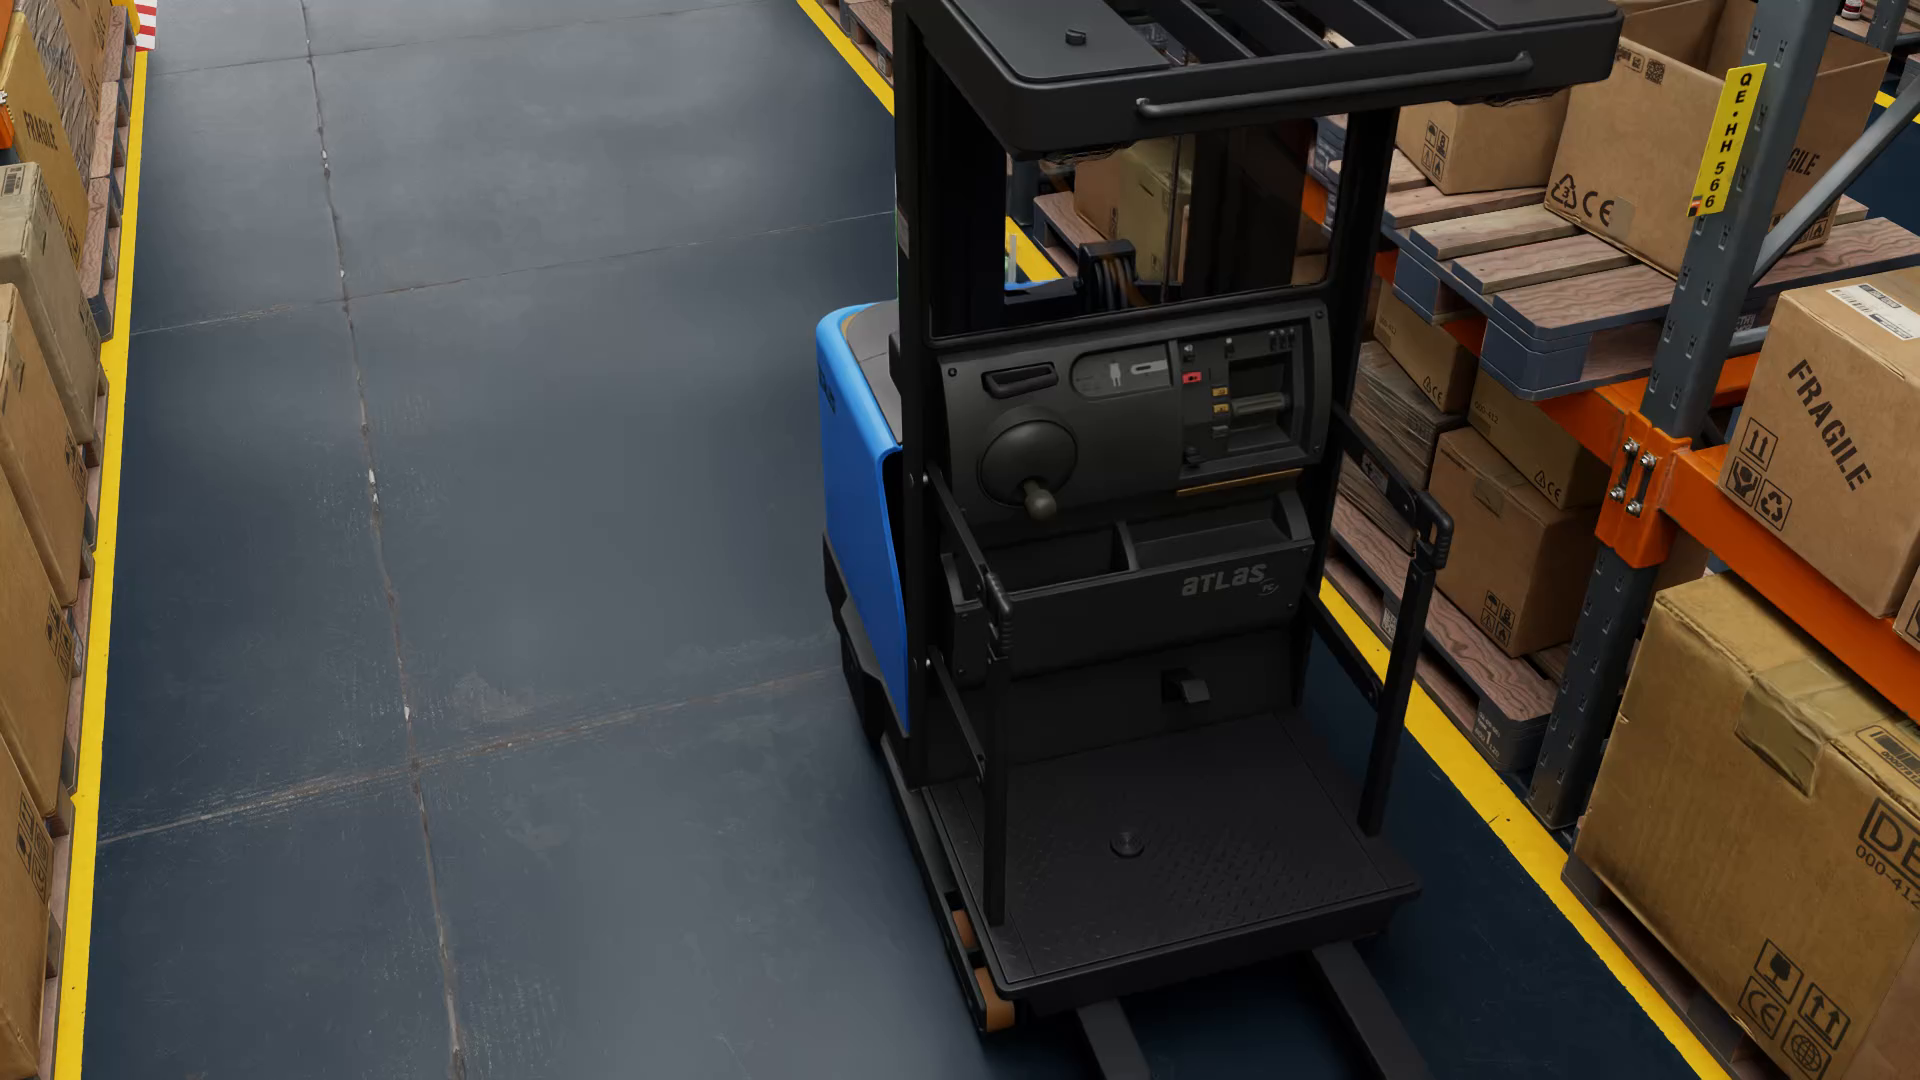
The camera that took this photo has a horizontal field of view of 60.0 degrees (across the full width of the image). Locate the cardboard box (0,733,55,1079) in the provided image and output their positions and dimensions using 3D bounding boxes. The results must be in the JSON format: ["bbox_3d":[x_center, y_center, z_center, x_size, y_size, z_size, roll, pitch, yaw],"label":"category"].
[{"bbox_3d":[-2.715,0.823,3.684,1.050,0.750,0.750,-13,39,-17],"label":"cardboard box"}]

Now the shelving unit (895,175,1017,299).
[{"bbox_3d":[-0.019,-0.559,5.495,0.258,1.200,0.503,-10,38,-13],"label":"shelving unit"}]

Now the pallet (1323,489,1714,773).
[{"bbox_3d":[1.834,0.157,5.365,1.003,0.211,1.213,-12,39,-16],"label":"pallet"}]

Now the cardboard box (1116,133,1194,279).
[{"bbox_3d":[1.063,-1.327,6.730,0.700,0.500,0.500,-13,39,-16],"label":"cardboard box"}]

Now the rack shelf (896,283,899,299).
[{"bbox_3d":[-0.019,-0.700,5.389,0.258,0.148,0.480,-10,38,-13],"label":"rack shelf"}]

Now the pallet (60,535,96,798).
[{"bbox_3d":[-3.207,0.420,5.017,1.003,0.211,1.213,-12,39,-16],"label":"pallet"}]

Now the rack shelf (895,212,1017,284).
[{"bbox_3d":[-0.019,-0.892,5.245,0.258,0.148,0.480,-10,38,-13],"label":"rack shelf"}]

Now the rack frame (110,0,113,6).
[{"bbox_3d":[-5.343,-4.064,8.652,1.000,3.000,0.127,-12,39,-16],"label":"rack frame"}]

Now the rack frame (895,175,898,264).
[{"bbox_3d":[-0.089,-0.700,5.682,0.240,1.200,0.015,-10,38,-13],"label":"rack frame"}]

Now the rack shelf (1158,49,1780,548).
[{"bbox_3d":[1.413,-1.357,5.656,1.077,0.370,4.000,-12,39,-16],"label":"rack shelf"}]

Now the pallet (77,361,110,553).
[{"bbox_3d":[-3.630,-0.270,5.933,1.003,0.211,1.213,-12,39,-16],"label":"pallet"}]

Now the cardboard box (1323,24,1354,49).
[{"bbox_3d":[1.274,-1.515,5.031,0.396,0.266,0.258,-14,39,-17],"label":"cardboard box"}]

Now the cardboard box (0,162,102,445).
[{"bbox_3d":[-3.669,-0.741,5.762,1.050,0.750,0.750,-13,39,-16],"label":"cardboard box"}]

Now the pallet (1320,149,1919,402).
[{"bbox_3d":[1.756,-0.818,4.503,1.213,0.211,1.003,-12,39,-16],"label":"pallet"}]

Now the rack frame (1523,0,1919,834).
[{"bbox_3d":[2.102,-0.515,3.940,1.000,3.000,0.127,-12,39,-16],"label":"rack frame"}]

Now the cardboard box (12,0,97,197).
[{"bbox_3d":[-4.431,-2.002,7.331,0.875,0.875,0.875,-12,39,-16],"label":"cardboard box"}]

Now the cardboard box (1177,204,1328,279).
[{"bbox_3d":[1.256,-1.011,6.311,0.700,0.500,0.500,-16,40,-20],"label":"cardboard box"}]

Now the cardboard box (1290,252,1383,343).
[{"bbox_3d":[1.448,-0.696,5.893,0.700,0.500,0.500,-9,38,-12],"label":"cardboard box"}]

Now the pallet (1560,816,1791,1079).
[{"bbox_3d":[2.302,1.060,4.167,1.003,0.211,1.213,-12,39,-16],"label":"pallet"}]

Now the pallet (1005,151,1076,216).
[{"bbox_3d":[0.461,-2.032,8.273,1.003,0.211,1.213,-12,39,-16],"label":"pallet"}]

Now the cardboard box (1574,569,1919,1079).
[{"bbox_3d":[2.320,0.561,3.930,1.225,0.875,0.875,-14,39,-18],"label":"cardboard box"}]

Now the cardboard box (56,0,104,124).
[{"bbox_3d":[-4.743,-2.517,8.015,0.875,0.875,0.875,-13,39,-17],"label":"cardboard box"}]

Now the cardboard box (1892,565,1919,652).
[{"bbox_3d":[2.193,0.067,3.084,0.500,0.500,0.500,-13,39,-17],"label":"cardboard box"}]

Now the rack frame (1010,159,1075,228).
[{"bbox_3d":[0.725,-2.774,6.940,1.000,3.000,0.127,-12,39,-16],"label":"rack frame"}]

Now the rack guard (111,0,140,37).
[{"bbox_3d":[-5.351,-3.079,9.422,1.175,0.500,0.348,-12,39,-16],"label":"rack guard"}]

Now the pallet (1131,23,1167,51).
[{"bbox_3d":[0.852,-2.236,6.384,1.003,0.211,1.213,-12,39,-16],"label":"pallet"}]

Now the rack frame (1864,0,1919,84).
[{"bbox_3d":[5.376,-3.800,8.301,1.000,3.000,0.127,-12,39,-16],"label":"rack frame"}]

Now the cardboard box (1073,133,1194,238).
[{"bbox_3d":[0.916,-1.600,7.093,0.700,0.500,0.500,-15,40,-19],"label":"cardboard box"}]

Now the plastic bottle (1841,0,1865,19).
[{"bbox_3d":[4.958,-2.998,9.197,0.097,0.201,0.097,0,37,0],"label":"plastic bottle"}]

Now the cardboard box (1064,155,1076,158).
[{"bbox_3d":[0.625,-2.178,7.877,0.500,0.500,0.500,-14,39,-17],"label":"cardboard box"}]

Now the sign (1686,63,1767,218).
[{"bbox_3d":[1.595,-0.828,3.459,0.100,0.325,0.005,-12,39,-16],"label":"sign"}]

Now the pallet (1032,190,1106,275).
[{"bbox_3d":[0.994,-1.221,7.195,1.003,0.211,1.213,-12,39,-16],"label":"pallet"}]

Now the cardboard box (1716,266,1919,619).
[{"bbox_3d":[2.013,-0.224,3.471,0.500,0.500,0.500,-11,38,-15],"label":"cardboard box"}]

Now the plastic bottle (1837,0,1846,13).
[{"bbox_3d":[4.900,-3.094,9.256,0.061,0.283,0.133,-11,38,-14],"label":"plastic bottle"}]

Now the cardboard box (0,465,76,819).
[{"bbox_3d":[-3.019,0.330,4.339,1.050,0.750,0.750,-12,39,-15],"label":"cardboard box"}]

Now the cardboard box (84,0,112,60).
[{"bbox_3d":[-5.048,-3.014,8.675,0.875,0.875,0.875,-12,39,-16],"label":"cardboard box"}]

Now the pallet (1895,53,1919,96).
[{"bbox_3d":[5.682,-2.250,8.562,1.003,0.211,1.213,-12,39,-16],"label":"pallet"}]

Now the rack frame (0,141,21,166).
[{"bbox_3d":[-3.967,-1.804,5.652,1.000,3.000,0.127,-12,39,-16],"label":"rack frame"}]

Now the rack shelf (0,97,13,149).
[{"bbox_3d":[-3.278,-0.387,4.369,1.077,0.370,4.000,-12,39,-16],"label":"rack shelf"}]

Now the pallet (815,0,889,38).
[{"bbox_3d":[-0.379,-3.411,10.103,1.003,0.211,1.213,-12,39,-16],"label":"pallet"}]

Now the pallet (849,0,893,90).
[{"bbox_3d":[0.037,-2.723,9.189,1.003,0.211,1.213,-12,39,-16],"label":"pallet"}]

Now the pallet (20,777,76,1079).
[{"bbox_3d":[-2.791,1.108,4.103,1.003,0.211,1.213,-12,39,-16],"label":"pallet"}]

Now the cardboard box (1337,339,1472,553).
[{"bbox_3d":[1.649,-0.377,5.469,0.700,0.500,0.500,-16,40,-20],"label":"cardboard box"}]

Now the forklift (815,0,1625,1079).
[{"bbox_3d":[0.475,-0.222,3.608,1.130,2.935,3.031,-10,38,-13],"label":"forklift"}]

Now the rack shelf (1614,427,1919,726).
[{"bbox_3d":[2.790,0.903,2.657,1.077,0.370,4.000,-12,39,-16],"label":"rack shelf"}]

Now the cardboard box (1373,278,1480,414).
[{"bbox_3d":[1.651,-0.661,5.223,0.500,0.250,0.500,-8,38,-11],"label":"cardboard box"}]

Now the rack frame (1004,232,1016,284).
[{"bbox_3d":[0.051,-0.419,5.309,0.240,1.200,0.015,-10,38,-13],"label":"rack frame"}]

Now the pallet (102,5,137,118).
[{"bbox_3d":[-4.995,-2.515,8.913,1.003,0.211,1.213,-12,39,-16],"label":"pallet"}]

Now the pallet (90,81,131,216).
[{"bbox_3d":[-4.579,-1.827,8.000,1.003,0.211,1.213,-12,39,-16],"label":"pallet"}]

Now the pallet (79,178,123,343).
[{"bbox_3d":[-4.155,-1.136,7.083,1.003,0.211,1.213,-12,39,-16],"label":"pallet"}]

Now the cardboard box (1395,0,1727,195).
[{"bbox_3d":[1.592,-1.314,4.569,0.700,0.500,0.500,-7,38,-9],"label":"cardboard box"}]

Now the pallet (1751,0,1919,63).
[{"bbox_3d":[5.184,-3.074,9.655,1.003,0.211,1.213,-12,39,-16],"label":"pallet"}]

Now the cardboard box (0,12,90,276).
[{"bbox_3d":[-4.117,-1.493,6.656,0.875,0.875,0.875,-12,39,-15],"label":"cardboard box"}]

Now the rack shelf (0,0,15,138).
[{"bbox_3d":[-4.655,-2.647,7.369,1.077,0.370,4.000,-12,39,-16],"label":"rack shelf"}]

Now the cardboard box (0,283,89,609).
[{"bbox_3d":[-3.340,-0.196,5.038,1.050,0.750,0.750,-12,39,-16],"label":"cardboard box"}]

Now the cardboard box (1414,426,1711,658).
[{"bbox_3d":[1.852,-0.066,5.057,0.700,0.500,0.500,-14,39,-18],"label":"cardboard box"}]

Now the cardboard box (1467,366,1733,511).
[{"bbox_3d":[1.843,-0.364,4.828,0.500,0.250,0.500,-11,38,-14],"label":"cardboard box"}]

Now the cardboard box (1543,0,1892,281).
[{"bbox_3d":[1.878,-1.019,4.178,0.500,0.500,0.500,-17,40,-21],"label":"cardboard box"}]

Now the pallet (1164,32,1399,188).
[{"bbox_3d":[1.382,-1.548,5.471,1.003,0.211,1.213,-12,39,-16],"label":"pallet"}]
